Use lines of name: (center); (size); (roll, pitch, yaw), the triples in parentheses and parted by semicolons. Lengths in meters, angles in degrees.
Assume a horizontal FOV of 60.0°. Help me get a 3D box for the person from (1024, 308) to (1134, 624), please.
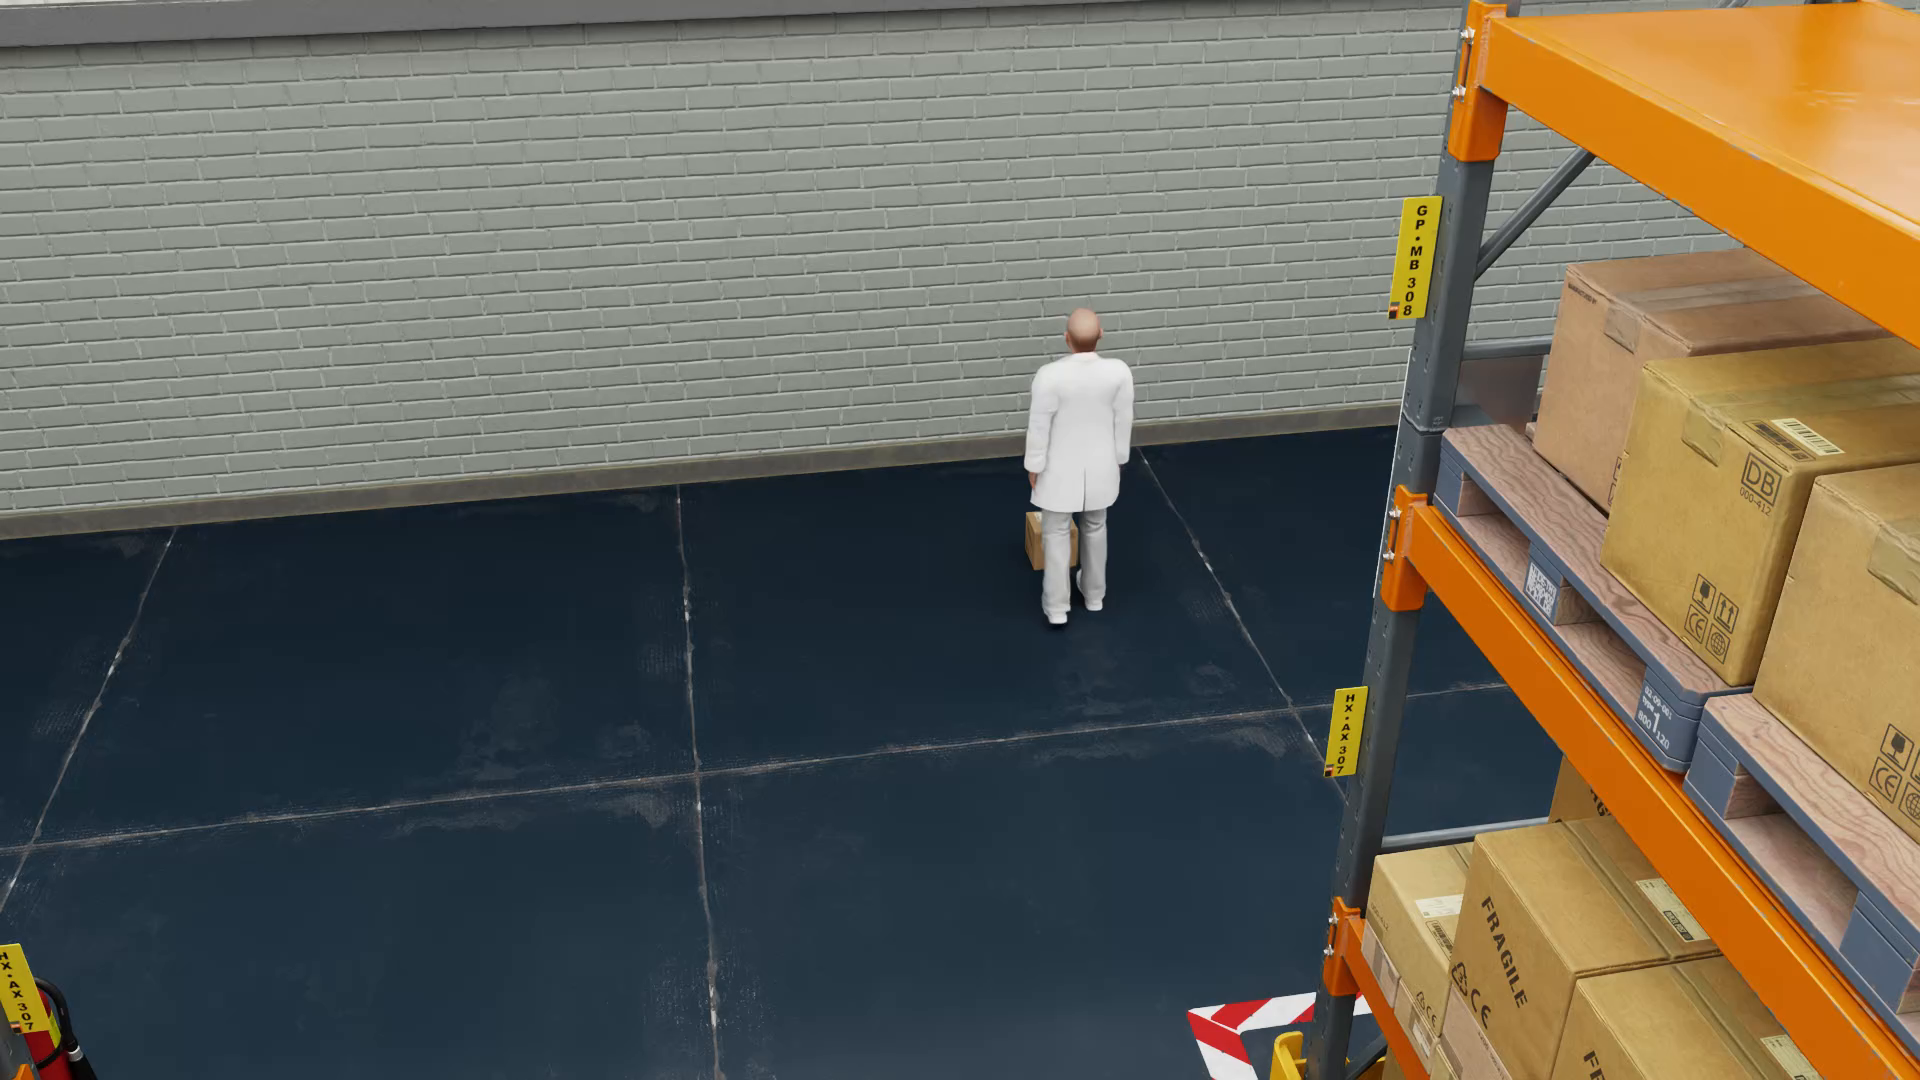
person: (0.616, -0.397, 8.864); (0.574, 1.811, 0.519); (-5, 31, -8)
